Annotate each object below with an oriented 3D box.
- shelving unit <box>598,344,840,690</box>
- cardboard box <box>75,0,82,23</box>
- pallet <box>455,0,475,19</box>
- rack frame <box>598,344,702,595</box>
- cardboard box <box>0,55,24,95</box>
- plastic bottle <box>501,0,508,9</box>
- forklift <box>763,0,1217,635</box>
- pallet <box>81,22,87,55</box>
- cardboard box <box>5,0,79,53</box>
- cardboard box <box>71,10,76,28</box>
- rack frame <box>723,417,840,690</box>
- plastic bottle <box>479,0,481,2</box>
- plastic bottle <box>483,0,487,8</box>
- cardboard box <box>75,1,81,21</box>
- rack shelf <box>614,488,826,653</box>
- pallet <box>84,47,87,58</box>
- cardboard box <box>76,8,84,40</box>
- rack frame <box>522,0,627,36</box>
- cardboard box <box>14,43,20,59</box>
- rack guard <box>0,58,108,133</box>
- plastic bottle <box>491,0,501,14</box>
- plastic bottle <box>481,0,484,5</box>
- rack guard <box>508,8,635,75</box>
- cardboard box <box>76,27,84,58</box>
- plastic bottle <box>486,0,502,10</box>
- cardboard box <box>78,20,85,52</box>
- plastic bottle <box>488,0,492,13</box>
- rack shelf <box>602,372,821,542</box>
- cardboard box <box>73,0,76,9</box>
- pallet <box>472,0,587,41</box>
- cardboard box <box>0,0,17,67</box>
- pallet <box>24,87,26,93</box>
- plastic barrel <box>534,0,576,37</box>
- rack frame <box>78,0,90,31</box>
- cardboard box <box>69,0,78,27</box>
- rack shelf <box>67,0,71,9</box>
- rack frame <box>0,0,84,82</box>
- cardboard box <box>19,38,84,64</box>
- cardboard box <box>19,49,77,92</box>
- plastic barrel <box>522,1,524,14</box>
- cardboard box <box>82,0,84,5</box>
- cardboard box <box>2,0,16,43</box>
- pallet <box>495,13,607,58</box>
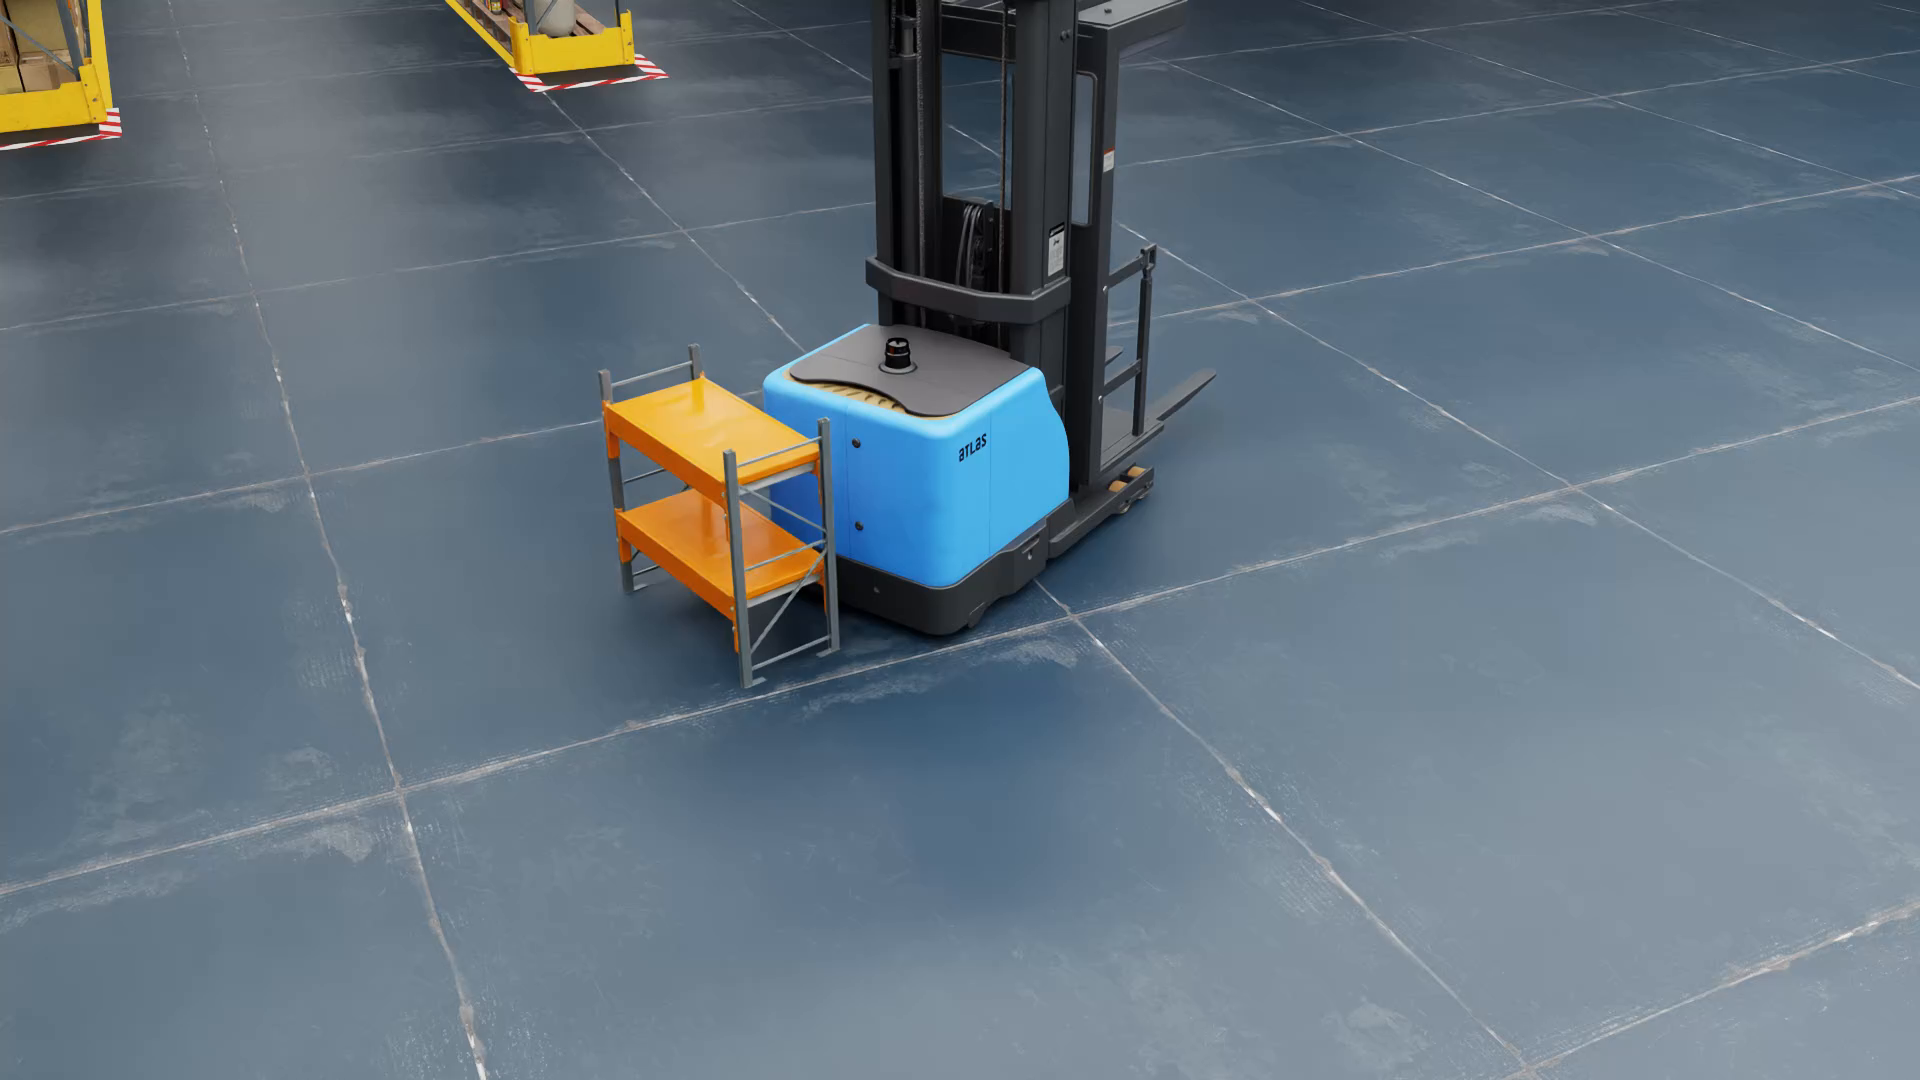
[{"bbox_3d":[-1.058,-0.125,7.323,0.538,1.125,1.048,-22,36,-33],"label":"shelving unit"},{"bbox_3d":[-9.602,-5.627,17.600,0.500,0.250,0.500,-13,32,-22],"label":"cardboard box"},{"bbox_3d":[-5.273,-6.319,19.303,1.003,0.211,1.213,-13,32,-22],"label":"pallet"},{"bbox_3d":[-1.380,-0.317,7.666,0.500,1.125,0.032,-22,36,-33],"label":"rack frame"},{"bbox_3d":[-8.779,-4.194,15.044,0.500,0.250,0.500,-13,32,-22],"label":"cardboard box"},{"bbox_3d":[-4.978,-5.940,18.103,0.061,0.283,0.133,-13,32,-22],"label":"plastic bottle"},{"bbox_3d":[0.350,-1.532,7.985,1.130,2.935,3.031,18,34,29],"label":"forklift"},{"bbox_3d":[-9.695,-5.226,17.354,1.003,0.211,1.213,-13,32,-22],"label":"pallet"},{"bbox_3d":[-8.527,-4.850,15.448,0.500,0.500,0.500,-13,32,-22],"label":"cardboard box"},{"bbox_3d":[-8.754,-5.068,15.837,0.500,0.500,0.500,-13,32,-22],"label":"cardboard box"},{"bbox_3d":[-0.737,0.068,6.979,0.500,1.125,0.032,-22,36,-33],"label":"rack frame"},{"bbox_3d":[-5.288,-6.162,18.431,0.144,0.351,0.185,-13,32,-22],"label":"plastic bottle"},{"bbox_3d":[-5.134,-5.975,18.174,0.152,0.276,0.135,-14,32,-23],"label":"plastic bottle"},{"bbox_3d":[-9.397,-5.404,17.203,0.500,0.250,0.500,-13,32,-22],"label":"cardboard box"},{"bbox_3d":[-1.058,0.088,7.442,0.538,0.278,1.000,-22,36,-33],"label":"rack shelf"},{"bbox_3d":[-9.168,-4.686,16.391,1.003,0.211,1.213,-13,32,-22],"label":"pallet"},{"bbox_3d":[-9.169,-5.186,16.814,0.500,0.250,0.500,-13,32,-22],"label":"cardboard box"},{"bbox_3d":[-3.806,-6.074,16.015,1.000,3.000,0.127,-13,32,-22],"label":"rack frame"},{"bbox_3d":[-9.004,-4.412,15.434,0.500,0.250,0.500,-13,32,-22],"label":"cardboard box"},{"bbox_3d":[-8.271,-3.934,14.755,1.175,0.500,0.348,-13,32,-22],"label":"rack guard"},{"bbox_3d":[-4.991,-5.764,17.874,0.097,0.201,0.097,0,29,0],"label":"plastic bottle"},{"bbox_3d":[-5.208,-6.080,18.285,0.144,0.351,0.185,-12,31,-20],"label":"plastic bottle"},{"bbox_3d":[-3.881,-5.007,16.668,1.175,0.500,0.348,-13,32,-22],"label":"rack guard"},{"bbox_3d":[-8.743,-4.744,16.025,0.500,0.250,0.500,-13,32,-22],"label":"cardboard box"},{"bbox_3d":[-5.074,-5.914,18.065,0.152,0.276,0.135,-13,32,-22],"label":"plastic bottle"},{"bbox_3d":[-8.953,-4.966,16.421,0.500,0.250,0.500,-13,32,-22],"label":"cardboard box"},{"bbox_3d":[-5.057,-5.848,17.939,0.061,0.283,0.133,-12,32,-21],"label":"plastic bottle"},{"bbox_3d":[-1.058,-0.380,7.179,0.538,0.278,1.000,-22,36,-33],"label":"rack shelf"},{"bbox_3d":[-9.180,-5.511,16.626,0.500,0.500,0.500,-13,32,-22],"label":"cardboard box"},{"bbox_3d":[-4.745,-5.779,18.341,1.003,0.211,1.213,-13,32,-22],"label":"pallet"},{"bbox_3d":[-8.781,-4.521,14.860,0.500,0.500,0.500,-13,32,-22],"label":"cardboard box"},{"bbox_3d":[-8.648,-4.148,15.432,1.003,0.211,1.213,-13,32,-22],"label":"pallet"},{"bbox_3d":[-4.158,-5.446,17.010,0.421,0.512,0.421,0,29,0],"label":"plastic barrel"},{"bbox_3d":[-9.999,-6.802,17.314,1.000,3.000,0.127,-13,32,-22],"label":"rack frame"},{"bbox_3d":[-8.952,-5.293,16.238,0.500,0.500,0.500,-13,32,-22],"label":"cardboard box"},{"bbox_3d":[-9.140,-5.605,15.914,1.077,0.370,4.000,-13,32,-22],"label":"rack shelf"},{"bbox_3d":[-8.282,-5.035,14.163,1.000,3.000,0.127,-13,32,-22],"label":"rack frame"},{"bbox_3d":[-8.529,-4.523,15.631,0.500,0.250,0.500,-13,32,-22],"label":"cardboard box"},{"bbox_3d":[-8.311,-4.303,15.238,0.500,0.250,0.500,-13,32,-22],"label":"cardboard box"},{"bbox_3d":[-4.373,-5.668,17.405,0.421,0.512,0.421,0,29,0],"label":"plastic barrel"},{"bbox_3d":[-9.948,-6.016,18.294,0.500,0.250,0.500,-14,32,-23],"label":"cardboard box"},{"bbox_3d":[-9.223,-4.959,15.642,0.500,0.500,0.500,-13,32,-22],"label":"cardboard box"},{"bbox_3d":[-4.225,-5.241,17.381,1.003,0.211,1.213,-13,32,-22],"label":"pallet"}]
